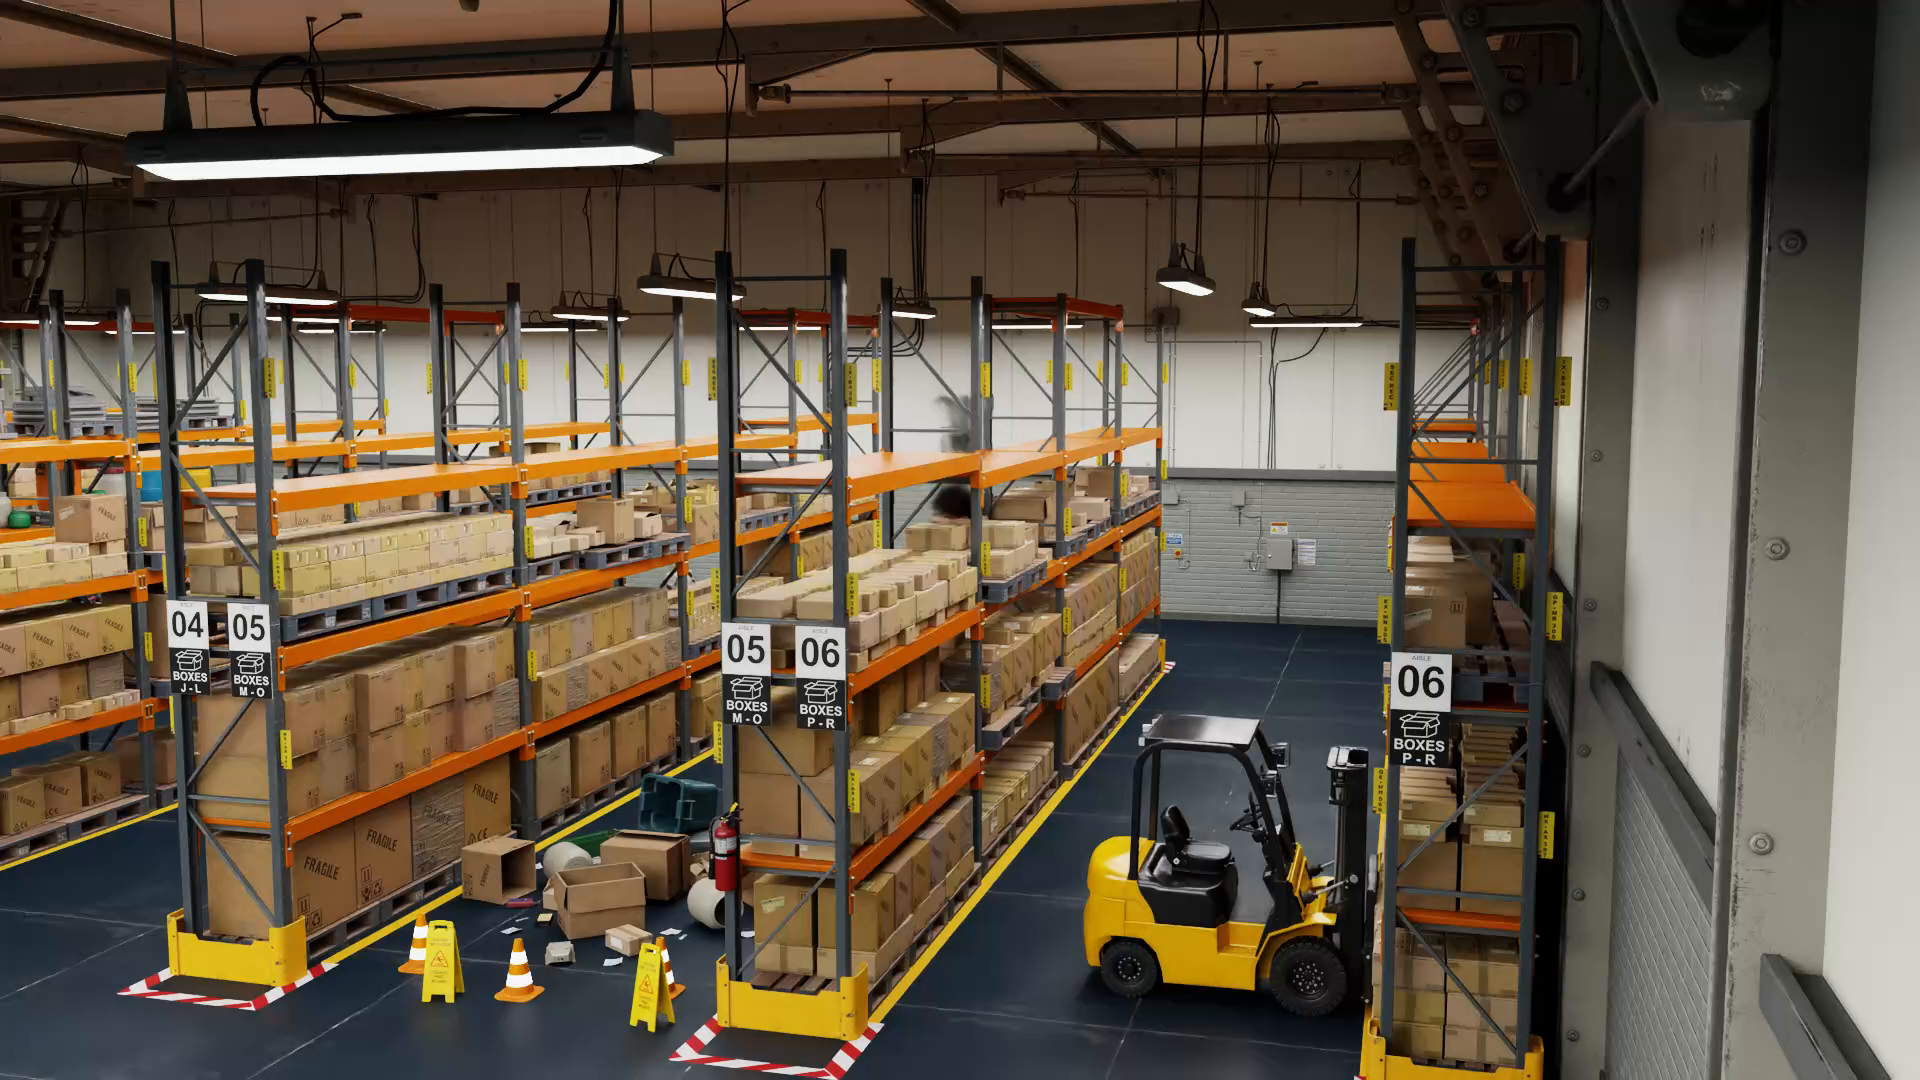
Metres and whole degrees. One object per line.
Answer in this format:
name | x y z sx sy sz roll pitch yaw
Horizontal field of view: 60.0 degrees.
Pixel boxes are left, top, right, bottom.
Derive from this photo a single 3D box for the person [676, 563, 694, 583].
person | -5.152 0.701 31.206 0.474 0.830 0.324 -6 8 -44
